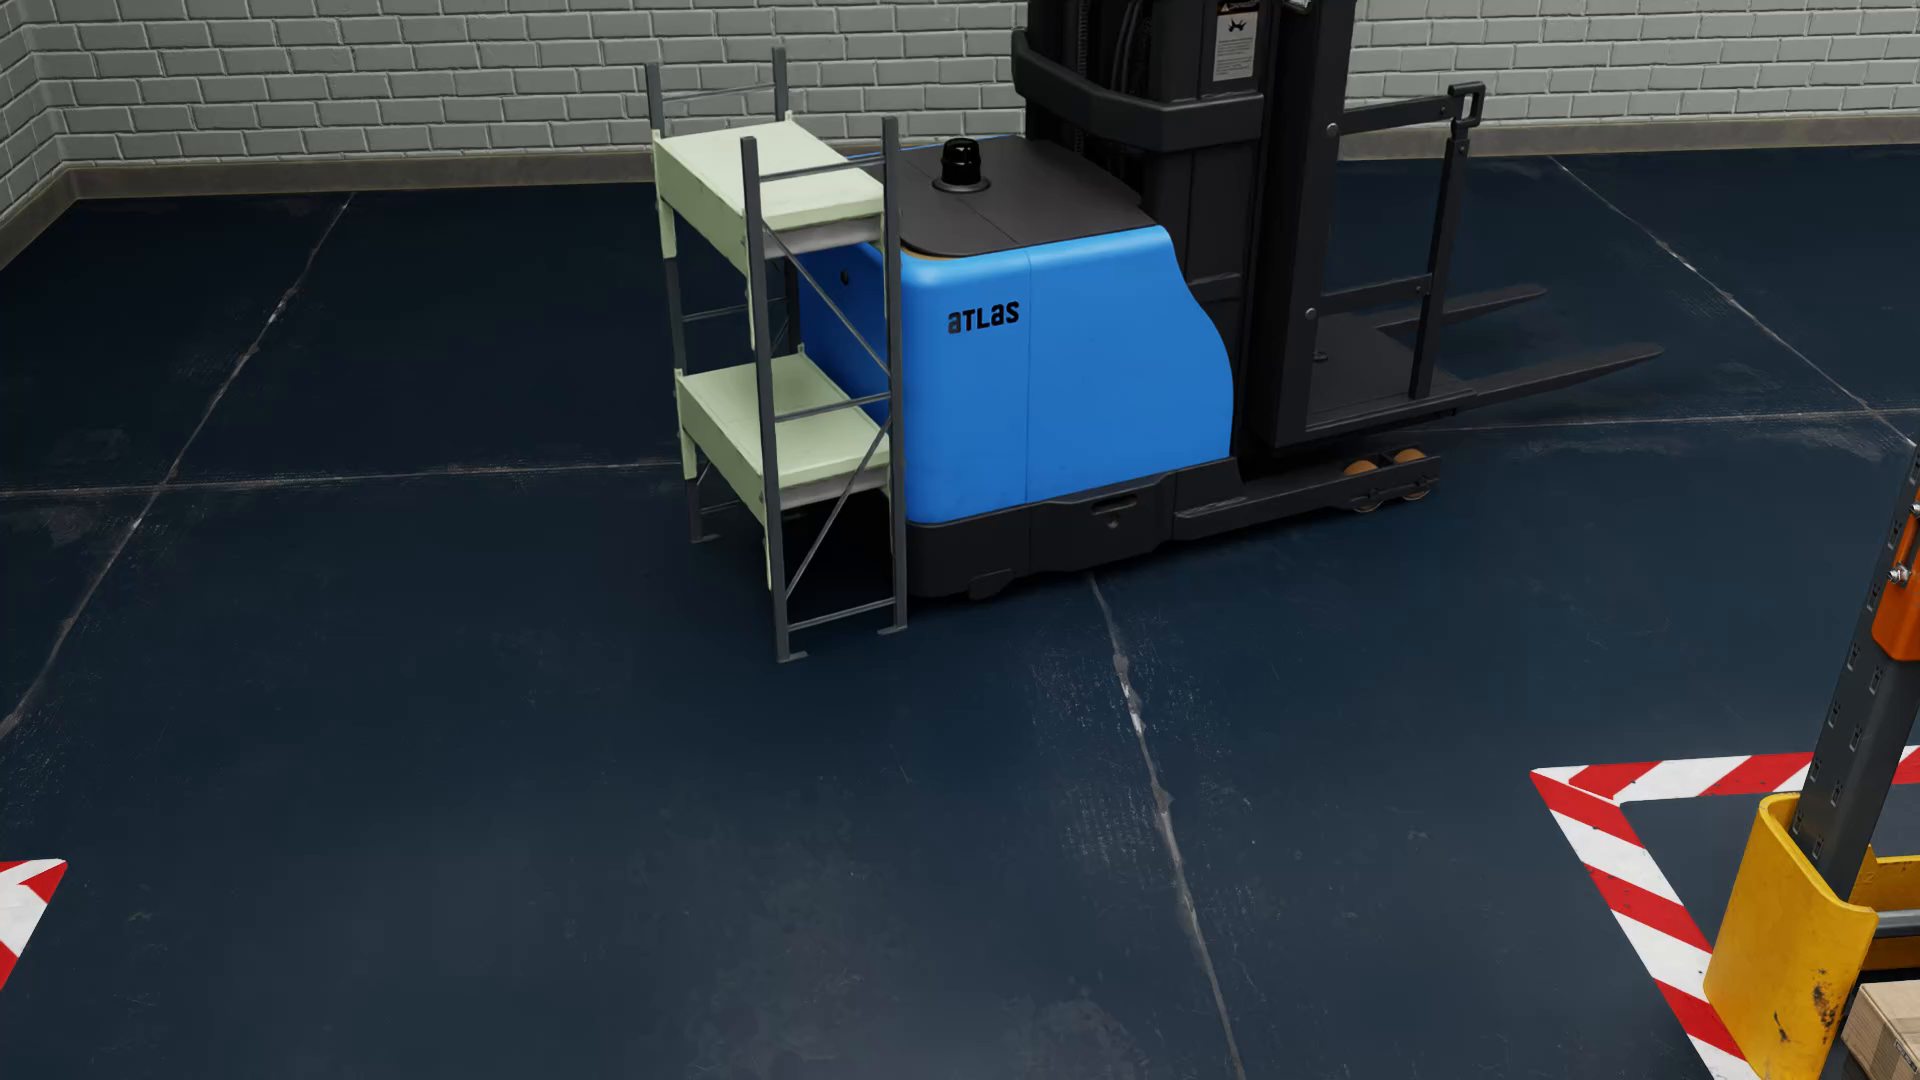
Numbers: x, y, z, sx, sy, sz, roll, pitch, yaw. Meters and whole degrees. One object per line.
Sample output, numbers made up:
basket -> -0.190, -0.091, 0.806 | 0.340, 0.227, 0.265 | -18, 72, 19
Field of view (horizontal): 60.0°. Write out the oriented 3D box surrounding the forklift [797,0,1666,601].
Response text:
forklift -> 1.017, -1.579, 5.035 | 3.031, 2.935, 1.130 | -13, 33, -21

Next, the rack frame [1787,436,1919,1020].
rack frame -> 2.199, -0.314, 2.850 | 1.000, 3.000, 0.127 | -3, 31, -5

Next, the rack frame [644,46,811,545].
rack frame -> -0.666, -0.679, 4.925 | 0.400, 1.500, 0.023 | -15, 34, -23

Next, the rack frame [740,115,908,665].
rack frame -> -0.335, -0.345, 4.365 | 0.400, 1.500, 0.023 | -15, 34, -23

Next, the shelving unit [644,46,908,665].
shelving unit -> -0.500, -0.512, 4.645 | 0.431, 1.500, 0.755 | -15, 34, -23

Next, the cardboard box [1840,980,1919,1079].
cardboard box -> 1.896, 0.951, 3.083 | 0.380, 0.149, 0.250 | -3, 31, -5

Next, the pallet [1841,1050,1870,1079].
pallet -> 2.282, 1.329, 2.819 | 1.003, 0.211, 1.213 | -3, 31, -5

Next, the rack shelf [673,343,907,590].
rack shelf -> -0.500, -0.232, 4.812 | 0.431, 0.370, 0.720 | -15, 34, -23

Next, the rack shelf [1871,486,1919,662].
rack shelf -> 2.386, 1.016, 1.325 | 1.077, 0.370, 4.000 | -3, 31, -5

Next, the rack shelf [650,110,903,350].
rack shelf -> -0.500, -0.847, 4.445 | 0.431, 0.370, 0.720 | -15, 34, -23

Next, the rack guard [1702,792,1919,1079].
rack guard -> 2.206, 0.798, 3.426 | 1.175, 0.500, 0.348 | -3, 31, -5
